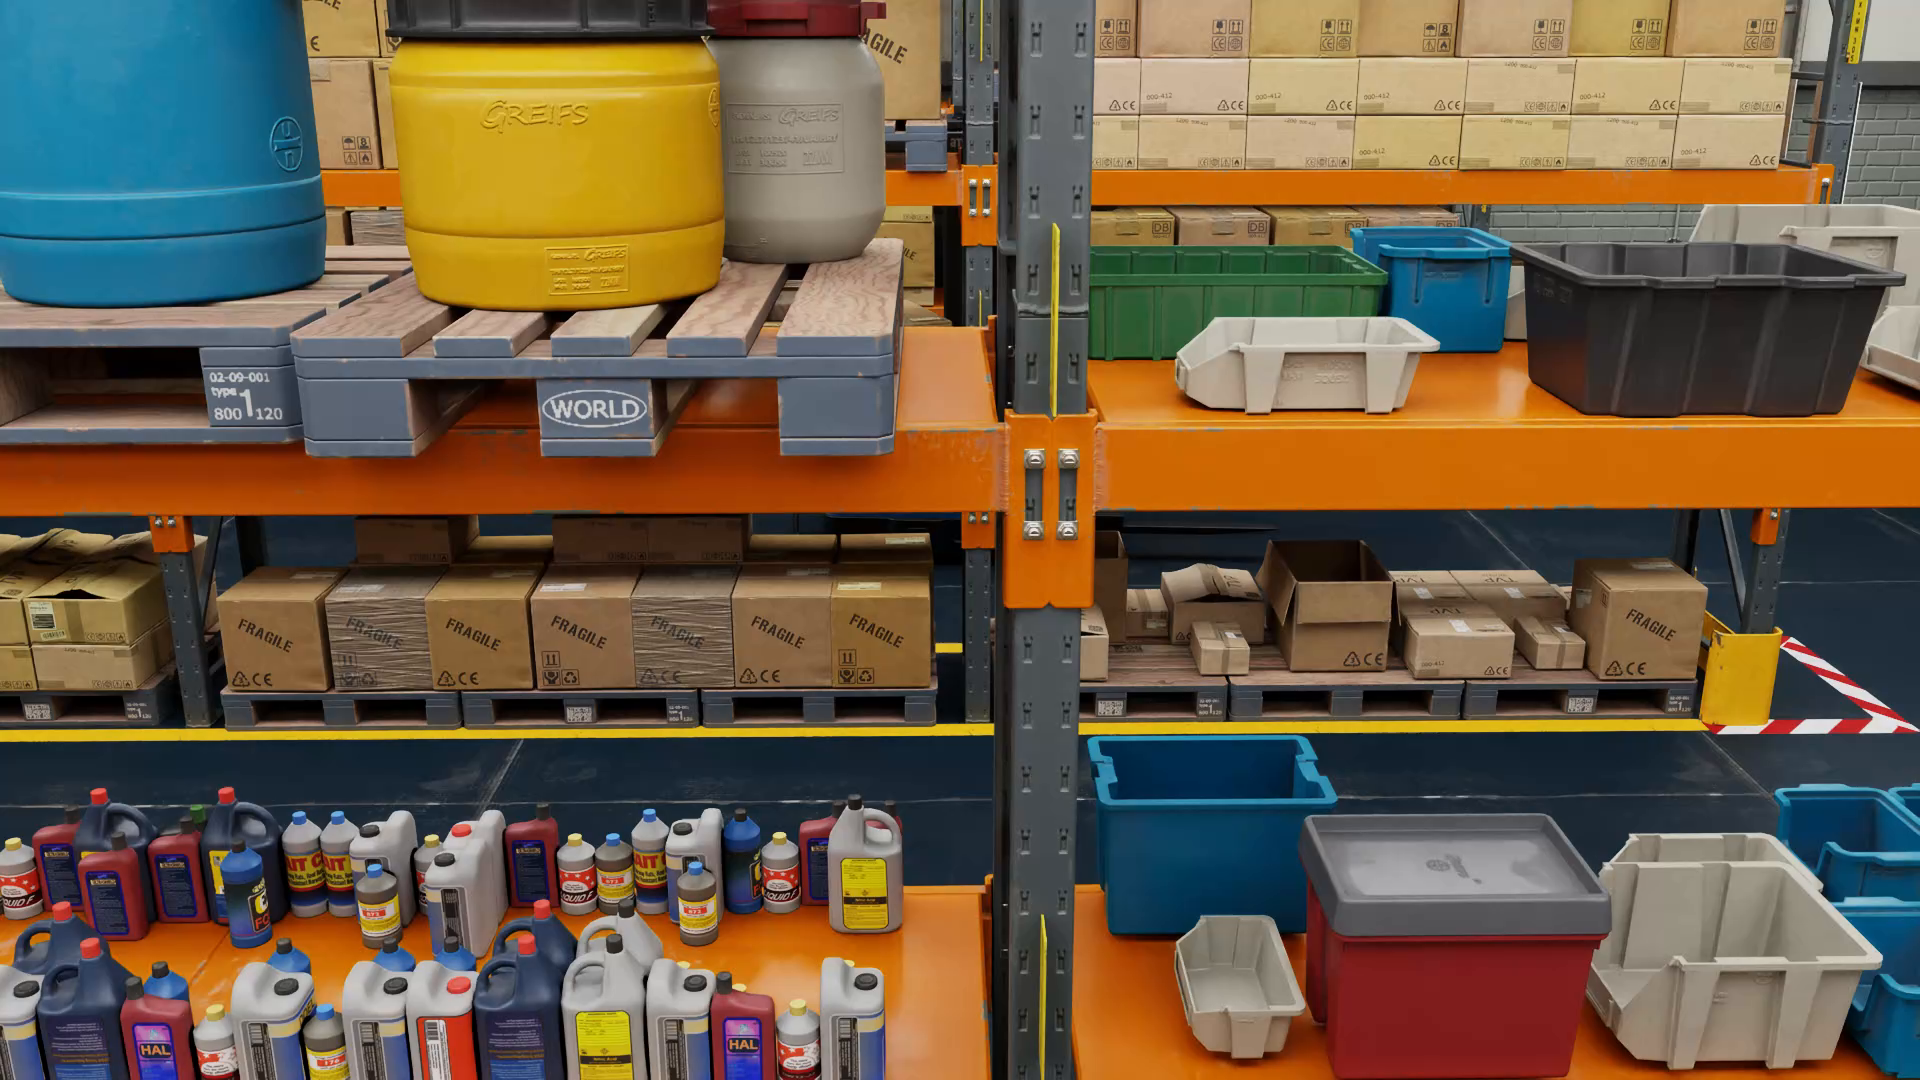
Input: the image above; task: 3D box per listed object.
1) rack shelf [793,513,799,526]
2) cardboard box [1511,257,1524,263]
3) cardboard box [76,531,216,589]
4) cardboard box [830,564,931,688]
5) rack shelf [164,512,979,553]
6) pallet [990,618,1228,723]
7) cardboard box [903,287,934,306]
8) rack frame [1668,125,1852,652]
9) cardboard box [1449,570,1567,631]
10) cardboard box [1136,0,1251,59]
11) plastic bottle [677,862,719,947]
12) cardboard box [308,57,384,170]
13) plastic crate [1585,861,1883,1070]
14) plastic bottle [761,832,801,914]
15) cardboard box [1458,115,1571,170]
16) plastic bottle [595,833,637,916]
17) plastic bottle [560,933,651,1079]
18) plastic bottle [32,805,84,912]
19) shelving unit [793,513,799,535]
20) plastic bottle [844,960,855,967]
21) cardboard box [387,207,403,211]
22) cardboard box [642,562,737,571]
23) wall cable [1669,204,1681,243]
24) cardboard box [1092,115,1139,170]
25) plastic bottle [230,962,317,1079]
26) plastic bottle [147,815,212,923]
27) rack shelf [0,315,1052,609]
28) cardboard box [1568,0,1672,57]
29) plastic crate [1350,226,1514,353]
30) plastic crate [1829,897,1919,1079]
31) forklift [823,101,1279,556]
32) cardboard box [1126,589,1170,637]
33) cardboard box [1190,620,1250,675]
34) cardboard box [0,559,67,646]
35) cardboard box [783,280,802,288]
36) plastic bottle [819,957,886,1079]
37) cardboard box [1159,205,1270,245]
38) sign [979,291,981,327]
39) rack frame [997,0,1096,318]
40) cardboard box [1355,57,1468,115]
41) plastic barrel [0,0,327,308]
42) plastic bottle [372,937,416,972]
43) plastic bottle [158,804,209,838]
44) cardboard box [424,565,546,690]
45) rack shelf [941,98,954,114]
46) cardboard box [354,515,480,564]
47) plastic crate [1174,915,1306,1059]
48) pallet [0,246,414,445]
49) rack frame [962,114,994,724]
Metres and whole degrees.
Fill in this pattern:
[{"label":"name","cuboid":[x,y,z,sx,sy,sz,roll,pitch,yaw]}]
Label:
[{"label":"rack shelf","cuboid":[-1.023,-0.246,11.541,0.240,0.259,0.215,1,18,3]},{"label":"cardboard box","cuboid":[2.613,-1.248,8.725,0.500,0.500,0.500,0,18,0]},{"label":"cardboard box","cuboid":[-4.444,0.143,9.088,0.500,0.311,0.500,0,18,1]},{"label":"cardboard box","cuboid":[-0.405,0.439,8.641,0.500,0.500,0.500,0,18,-1]},{"label":"rack shelf","cuboid":[-1.916,-0.280,8.686,4.000,0.370,1.077,0,18,-1]},{"label":"pallet","cuboid":[0.771,0.693,9.042,1.213,0.211,1.003,0,18,-1]},{"label":"cardboard box","cuboid":[-0.332,-1.947,13.084,0.250,0.149,0.380,0,18,0]},{"label":"rack frame","cuboid":[4.083,-0.651,8.667,0.127,3.000,1.000,0,18,-1]},{"label":"cardboard box","cuboid":[3.035,0.367,9.274,0.500,0.250,0.500,0,18,-1]},{"label":"cardboard box","cuboid":[1.072,-2.557,7.897,0.500,0.500,0.700,0,18,-1]},{"label":"plastic bottle","cuboid":[-0.656,0.901,4.153,0.097,0.201,0.097,0,18,0]},{"label":"cardboard box","cuboid":[-2.970,-2.103,8.119,0.500,0.500,0.910,0,18,-1]},{"label":"plastic crate","cuboid":[1.688,0.958,3.747,0.530,0.282,0.437,0,18,-1]},{"label":"plastic bottle","cuboid":[-0.463,0.854,4.300,0.097,0.201,0.097,0,18,0]},{"label":"cardboard box","cuboid":[2.574,-1.920,7.956,0.500,0.250,0.500,0,18,-1]},{"label":"plastic bottle","cuboid":[-0.890,0.856,4.294,0.097,0.201,0.097,0,18,0]},{"label":"plastic bottle","cuboid":[-0.756,1.009,3.573,0.185,0.351,0.144,0,18,-1]},{"label":"plastic bottle","cuboid":[-2.301,0.818,4.278,0.133,0.283,0.061,0,18,-1]},{"label":"shelving unit","cuboid":[-1.023,-0.521,11.453,0.252,1.050,0.215,1,18,3]},{"label":"plastic bottle","cuboid":[-0.251,1.038,3.726,0.097,0.201,0.097,0,18,0]},{"label":"cardboard box","cuboid":[-4.342,-2.681,13.047,0.250,0.149,0.380,-3,18,-8]},{"label":"cardboard box","cuboid":[-1.437,0.283,9.127,0.500,0.500,0.500,0,18,0]},{"label":"wall cable","cuboid":[5.267,-2.943,14.148,1.851,1.984,0.084,0,18,-1]},{"label":"cardboard box","cuboid":[0.574,-1.916,7.943,0.500,0.250,0.500,0,18,-1]},{"label":"plastic bottle","cuboid":[-1.467,1.047,3.577,0.135,0.276,0.152,0,18,-1]},{"label":"plastic bottle","cuboid":[-1.981,0.835,4.224,0.133,0.283,0.061,0,18,-1]},{"label":"rack shelf","cuboid":[-1.841,-0.195,3.512,4.000,0.370,1.077,0,18,-1]},{"label":"cardboard box","cuboid":[3.069,-2.619,8.090,0.500,0.500,0.700,0,18,-1]},{"label":"plastic crate","cuboid":[1.064,-0.569,3.775,0.300,0.233,0.416,0,18,-1]},{"label":"plastic crate","cuboid":[2.108,1.001,3.692,0.300,0.233,0.416,0,18,-1]},{"label":"forklift","cuboid":[0.624,-1.385,11.067,3.031,2.935,1.130,1,18,3]},{"label":"cardboard box","cuboid":[1.023,0.407,9.316,0.250,0.149,0.380,0,18,-1]},{"label":"cardboard box","cuboid":[1.372,0.565,8.795,0.250,0.166,0.380,0,18,-1]},{"label":"cardboard box","cuboid":[-4.955,0.312,8.560,0.500,0.311,0.500,-1,18,-2]},{"label":"cardboard box","cuboid":[-1.468,-2.259,12.996,0.500,0.500,0.500,0,18,-1]},{"label":"plastic bottle","cuboid":[-0.231,1.041,3.596,0.135,0.276,0.152,0,18,-1]},{"label":"cardboard box","cuboid":[2.002,-2.294,13.296,0.700,0.700,0.980,-1,18,-4]},{"label":"sign","cuboid":[0.096,-1.014,7.901,0.005,0.325,0.100,0,18,-1]},{"label":"rack frame","cuboid":[0.158,-1.976,2.974,0.127,3.000,1.000,0,18,-1]},{"label":"cardboard box","cuboid":[2.074,-2.158,7.879,0.500,0.250,0.500,0,18,-1]},{"label":"plastic barrel","cuboid":[-1.546,-0.931,3.120,0.708,0.901,0.600,0,18,-1]},{"label":"plastic bottle","cuboid":[-1.255,1.010,3.700,0.097,0.271,0.097,0,18,0]},{"label":"plastic bottle","cuboid":[-1.982,0.817,4.282,0.133,0.283,0.061,0,18,-1]},{"label":"cardboard box","cuboid":[-2.431,0.448,8.612,0.500,0.500,0.500,-1,18,-2]},{"label":"rack shelf","cuboid":[-1.998,-3.221,12.944,4.000,0.370,1.077,0,18,-1]},{"label":"cardboard box","cuboid":[-2.928,-0.067,8.989,0.500,0.250,0.500,0,18,1]},{"label":"plastic crate","cuboid":[0.626,1.019,3.793,0.243,0.136,0.396,0,18,-1]},{"label":"pallet","cuboid":[-1.758,-0.417,3.336,1.213,0.211,1.003,0,18,-1]},{"label":"rack frame","cuboid":[0.084,-0.632,8.607,0.127,3.000,1.000,0,18,-1]}]
